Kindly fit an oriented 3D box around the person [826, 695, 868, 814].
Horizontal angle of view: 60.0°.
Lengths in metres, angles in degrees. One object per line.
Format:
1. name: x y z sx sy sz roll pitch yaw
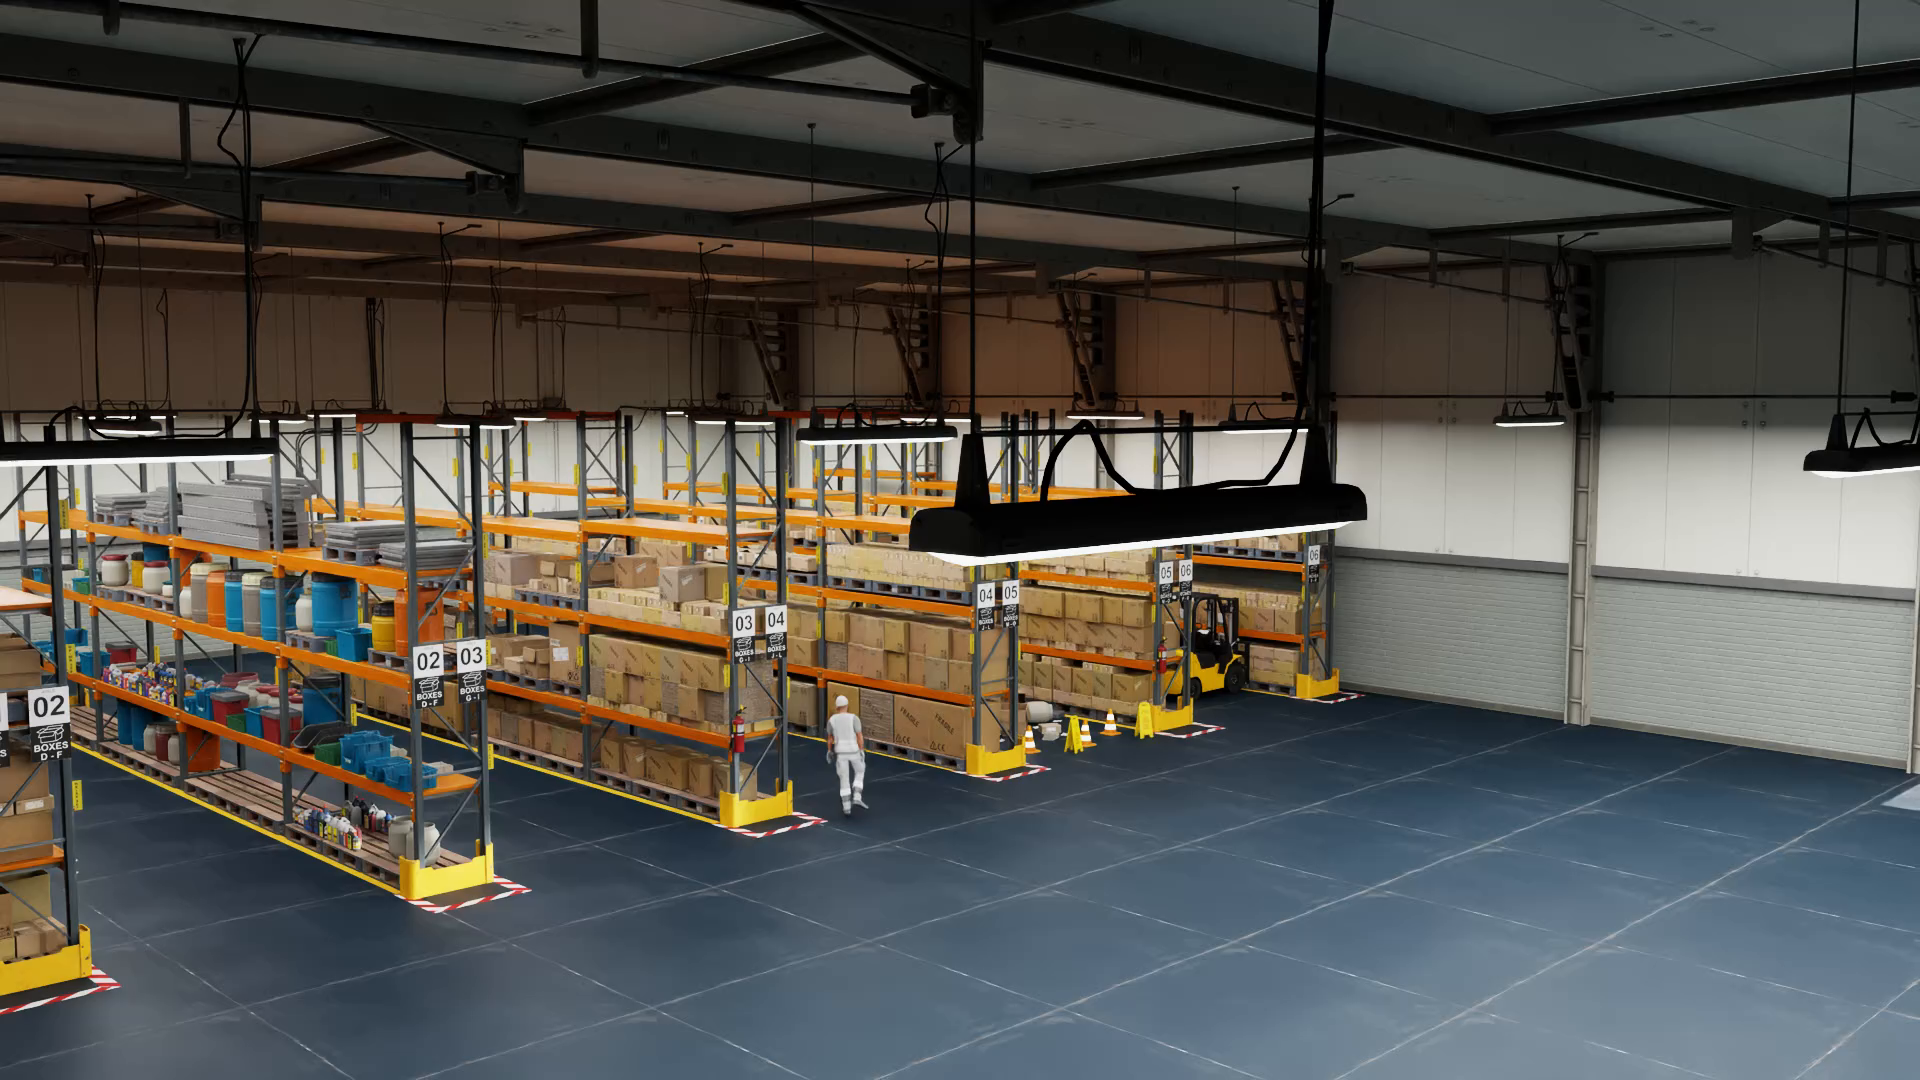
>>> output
1. person: -1.725 3.238 25.262 0.641 1.765 0.479 0 5 2
